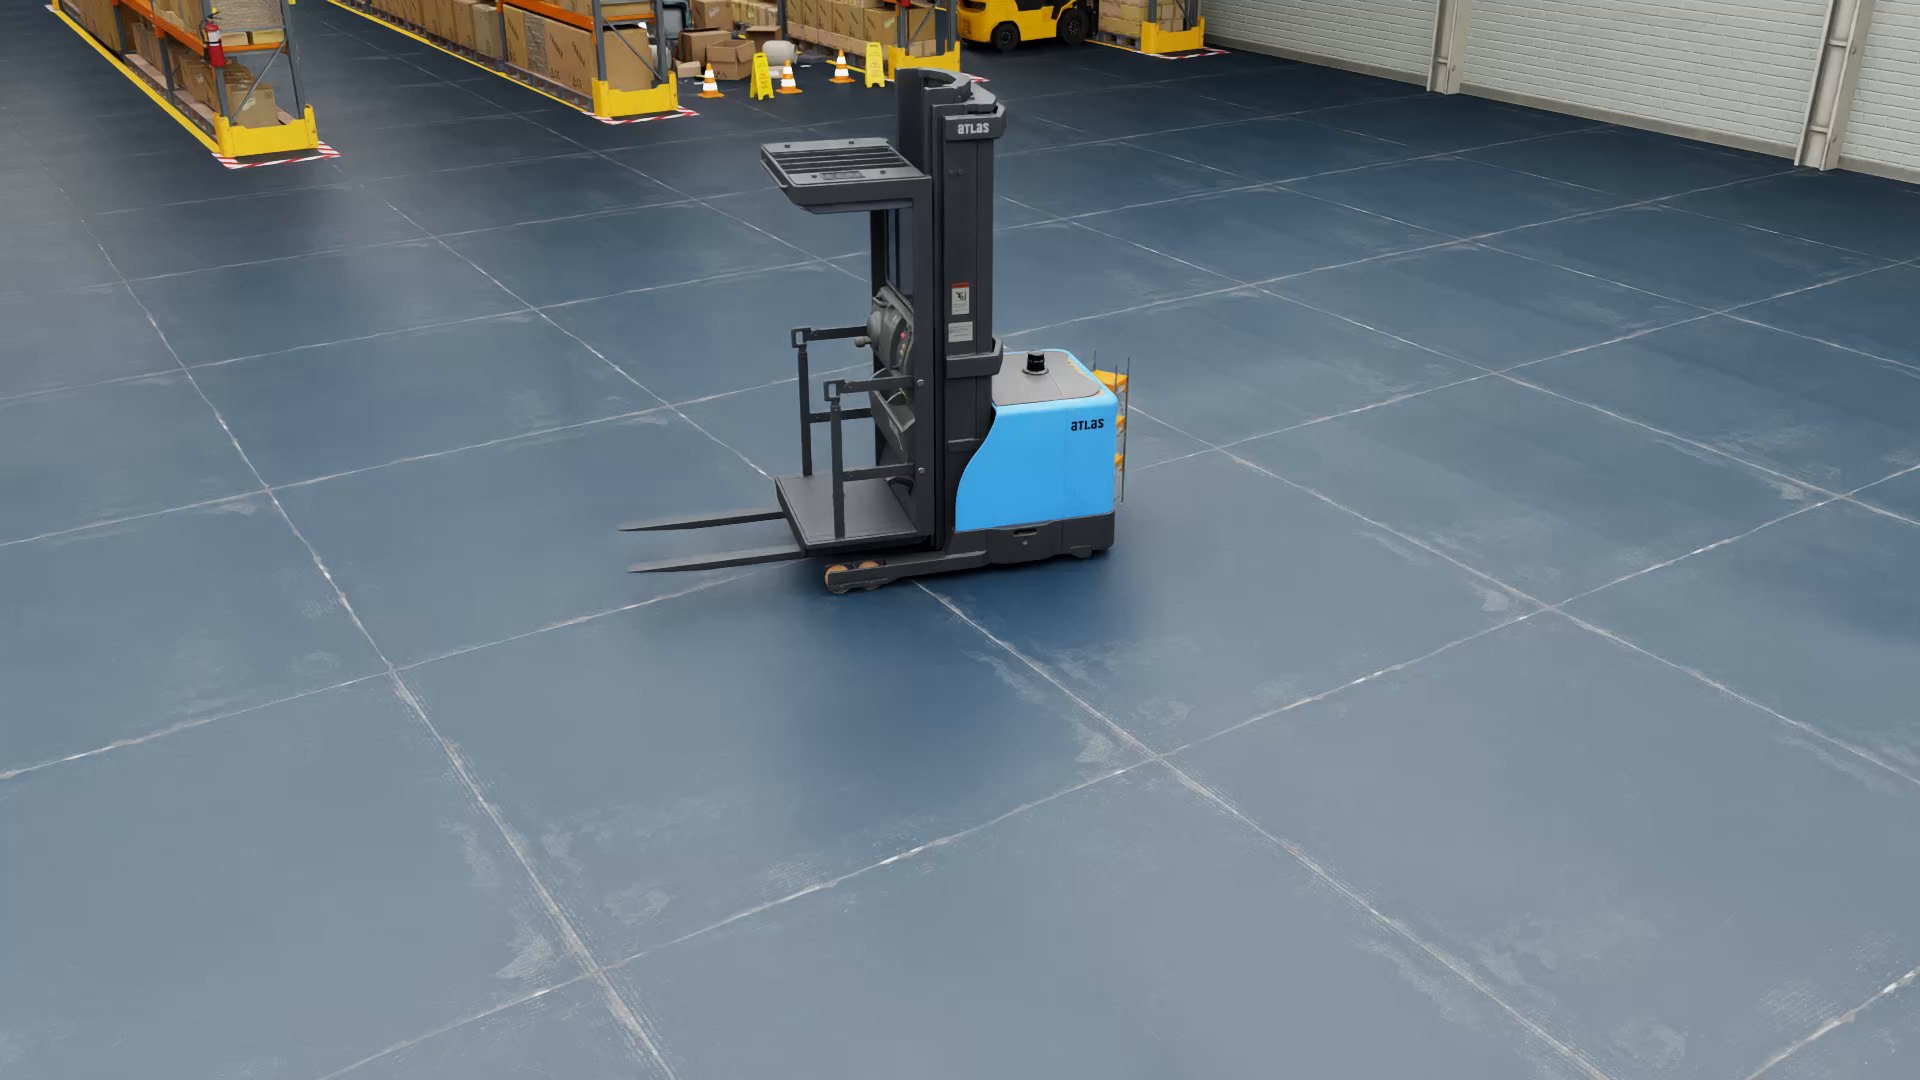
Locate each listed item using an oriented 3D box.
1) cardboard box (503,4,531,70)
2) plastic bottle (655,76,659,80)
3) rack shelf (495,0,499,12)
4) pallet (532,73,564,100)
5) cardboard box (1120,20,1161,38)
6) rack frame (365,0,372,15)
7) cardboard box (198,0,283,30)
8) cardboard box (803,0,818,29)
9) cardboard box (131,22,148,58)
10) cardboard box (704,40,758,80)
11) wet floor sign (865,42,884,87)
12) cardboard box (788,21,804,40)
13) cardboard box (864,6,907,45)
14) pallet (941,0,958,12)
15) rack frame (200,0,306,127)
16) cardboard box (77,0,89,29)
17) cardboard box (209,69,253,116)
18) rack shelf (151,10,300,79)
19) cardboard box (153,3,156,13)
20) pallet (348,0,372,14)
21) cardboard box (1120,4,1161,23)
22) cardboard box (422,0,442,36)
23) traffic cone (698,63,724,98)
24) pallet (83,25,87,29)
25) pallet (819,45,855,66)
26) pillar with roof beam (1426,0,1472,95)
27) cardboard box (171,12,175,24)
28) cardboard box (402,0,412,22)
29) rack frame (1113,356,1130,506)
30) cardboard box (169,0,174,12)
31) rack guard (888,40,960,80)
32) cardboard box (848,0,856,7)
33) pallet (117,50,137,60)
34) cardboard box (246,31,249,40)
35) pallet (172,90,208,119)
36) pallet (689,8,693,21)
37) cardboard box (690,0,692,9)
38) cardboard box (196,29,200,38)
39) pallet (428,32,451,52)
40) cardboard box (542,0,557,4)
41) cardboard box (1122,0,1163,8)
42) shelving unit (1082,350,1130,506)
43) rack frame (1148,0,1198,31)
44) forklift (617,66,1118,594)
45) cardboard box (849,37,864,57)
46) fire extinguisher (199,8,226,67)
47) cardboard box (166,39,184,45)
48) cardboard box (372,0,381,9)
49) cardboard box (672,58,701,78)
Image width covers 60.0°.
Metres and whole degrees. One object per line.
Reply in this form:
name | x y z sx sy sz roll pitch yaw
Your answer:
cardboard box | -6.511 -7.876 25.918 0.875 0.875 0.875 -15 29 -29
plastic bottle | -4.620 -7.247 26.030 0.133 0.061 0.283 18 31 33
rack shelf | -7.887 -9.279 27.734 1.077 0.370 4.000 -16 29 -30
pallet | -5.776 -6.900 25.120 1.003 0.211 1.213 -16 29 -30
cardboard box | 3.116 -8.847 28.705 0.500 0.250 0.500 -15 29 -29
rack frame | -11.163 -11.750 32.126 1.000 3.000 0.127 -16 29 -30
cardboard box | -9.100 -6.721 21.008 0.875 0.500 0.500 -16 29 -30
cardboard box | -2.305 -8.901 27.942 0.500 0.500 0.500 -14 29 -28
cardboard box | -12.807 -8.033 26.665 0.700 0.500 0.500 -17 30 -32
cardboard box | -3.600 -7.557 26.168 0.637 0.503 0.797 7 26 15
wet floor sign | -1.312 -7.266 25.385 0.267 0.644 0.232 -6 26 -12
cardboard box | -2.607 -8.751 28.502 0.500 0.250 0.500 -17 30 -32
cardboard box | -1.176 -8.159 26.370 0.500 0.500 0.500 -15 29 -29
pallet | 0.349 -10.667 33.098 1.003 0.211 1.213 -16 29 -30
rack frame | -8.823 -6.338 20.662 1.000 3.000 0.127 -16 29 -30
cardboard box | -15.007 -9.635 29.643 1.225 0.875 0.875 -15 29 -29
cardboard box | -9.831 -6.059 22.507 0.500 0.500 0.500 -13 28 -25
rack shelf | -9.915 -6.728 22.331 1.077 0.370 4.000 -16 29 -30
cardboard box | -11.141 -7.508 23.435 0.380 0.149 0.250 -16 29 -30
pallet | -11.559 -10.721 33.213 1.003 0.211 1.213 -16 29 -30
cardboard box | 3.109 -9.079 28.613 0.500 0.250 0.500 -16 30 -30
cardboard box | -8.722 -9.253 28.980 1.050 0.750 0.750 -16 30 -30
traffic cone | -3.712 -6.831 24.679 0.336 0.463 0.334 -16 29 -30
pallet | -15.723 -9.659 30.964 1.003 0.211 1.213 -16 29 -30
pallet | -1.637 -8.148 27.764 1.003 0.211 1.213 -16 29 -30
pillar with roof beam | 3.681 -9.828 21.028 9.100 9.000 0.400 -16 29 -30
cardboard box | -10.438 -7.067 22.500 0.380 0.149 0.250 -16 29 -30
cardboard box | -9.838 -9.740 30.304 0.500 0.500 0.500 -14 29 -28
rack frame | 1.053 -0.688 10.977 0.008 1.050 0.200 14 29 28
cardboard box | -10.212 -7.431 22.511 0.875 0.500 0.500 -16 29 -30
rack guard | -0.561 -7.544 26.146 1.175 0.500 0.348 -16 29 -30
cardboard box | -1.567 -8.659 26.668 0.380 0.149 0.250 -15 29 -29
pallet | -13.557 -8.238 27.953 1.003 0.211 1.213 -16 29 -30
cardboard box | -8.899 -6.476 21.248 0.380 0.149 0.250 -16 29 -30
pallet | -10.610 -6.276 23.797 1.003 0.211 1.213 -16 29 -30
pallet | -4.462 -9.968 31.618 1.003 0.211 1.213 -16 29 -30
cardboard box | -4.587 -10.306 31.654 0.950 0.372 0.625 -18 31 -33
cardboard box | -9.590 -6.538 21.381 0.380 0.149 0.250 -16 29 -30
pallet | -8.612 -8.759 29.056 1.003 0.211 1.213 -16 29 -30
cardboard box | -5.695 -8.249 24.534 0.875 0.550 0.500 -16 29 -30
cardboard box | 3.124 -9.296 28.486 0.500 0.250 0.500 -14 29 -28
shelving unit | 0.948 -0.714 11.034 0.252 1.050 0.215 14 29 28
rack frame | 3.637 -9.806 28.008 1.000 3.000 0.127 -16 29 -30
forklift | -0.601 -1.252 9.969 3.031 2.935 1.130 -7 26 -14
cardboard box | -1.463 -8.008 26.928 0.500 0.250 0.500 -15 29 -29
fire extinguisher | -9.146 -6.155 20.365 0.296 0.674 0.183 -16 29 -30
cardboard box | -11.568 -7.237 24.979 0.700 0.500 0.500 -16 29 -30
cardboard box | -10.982 -10.483 31.879 0.500 0.500 0.500 -14 29 -28
cardboard box | -4.314 -7.467 26.255 0.396 0.266 0.258 -10 27 -21
